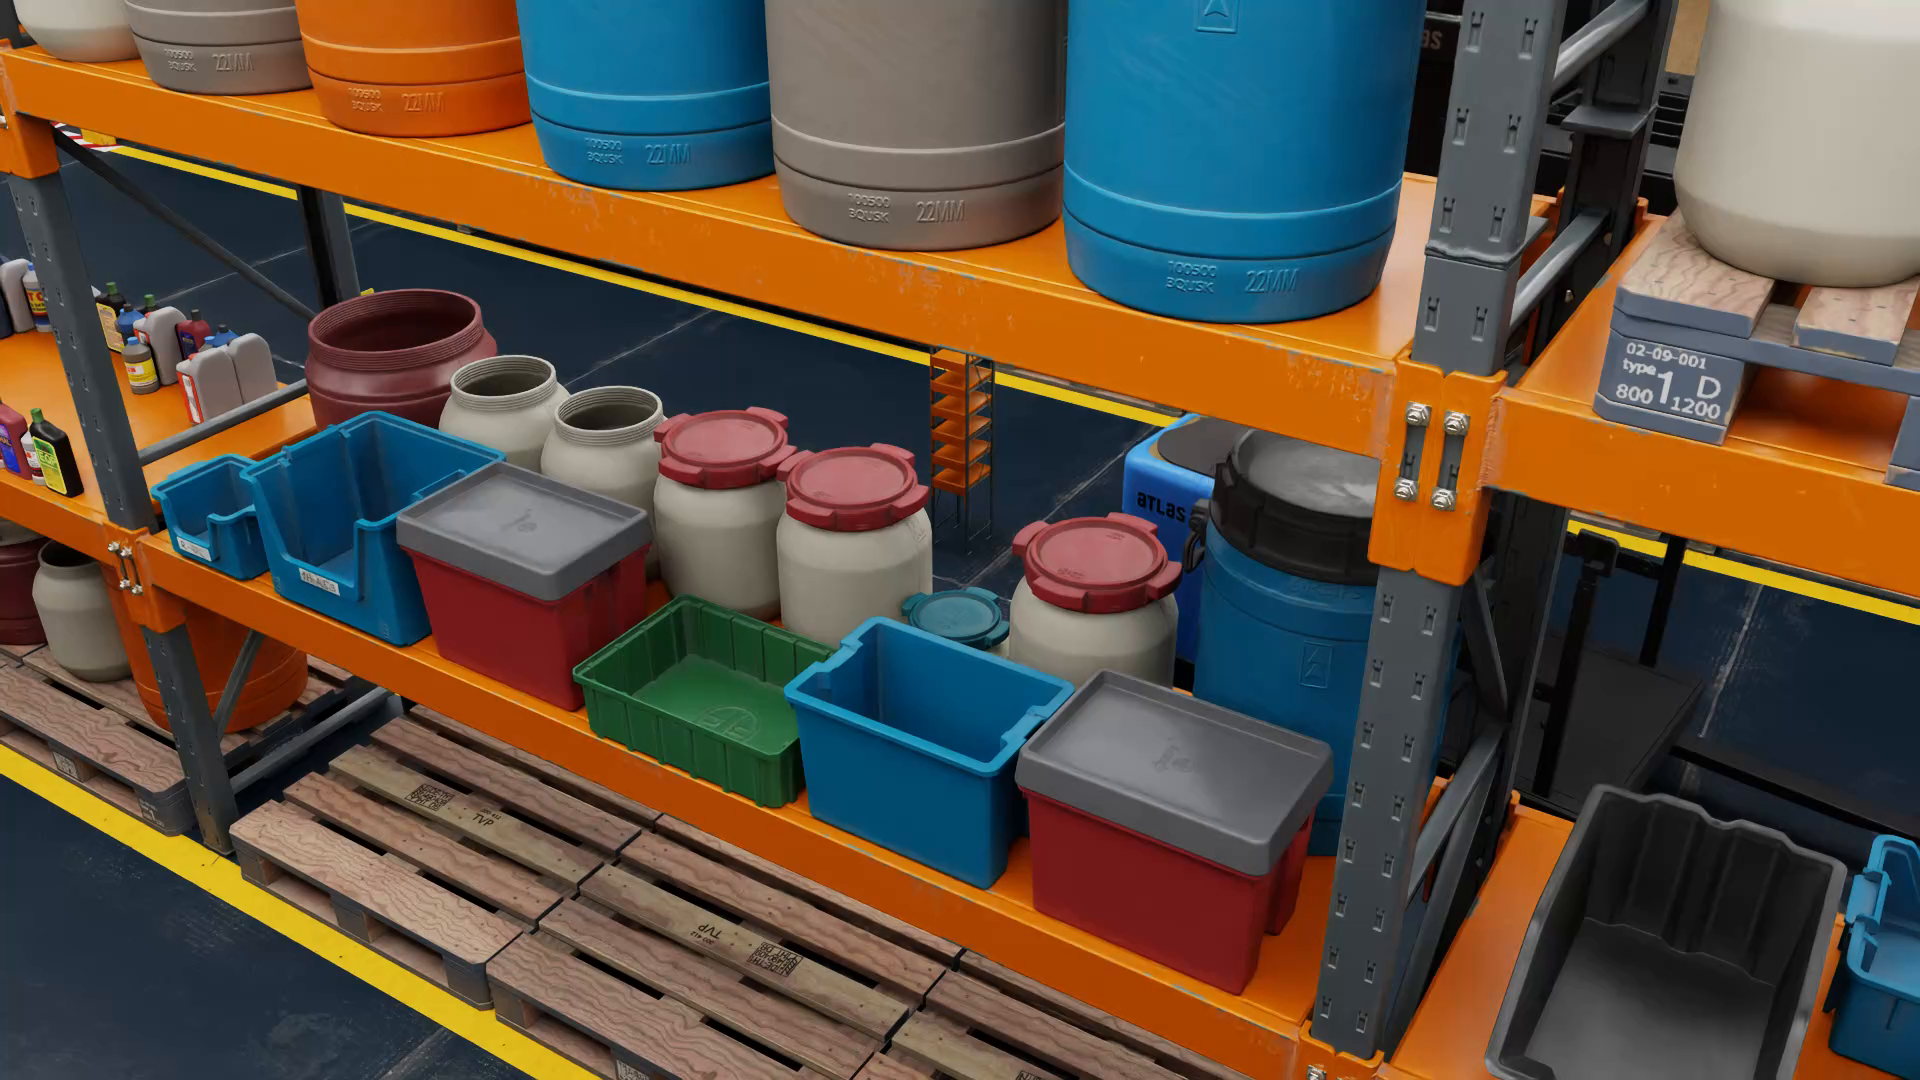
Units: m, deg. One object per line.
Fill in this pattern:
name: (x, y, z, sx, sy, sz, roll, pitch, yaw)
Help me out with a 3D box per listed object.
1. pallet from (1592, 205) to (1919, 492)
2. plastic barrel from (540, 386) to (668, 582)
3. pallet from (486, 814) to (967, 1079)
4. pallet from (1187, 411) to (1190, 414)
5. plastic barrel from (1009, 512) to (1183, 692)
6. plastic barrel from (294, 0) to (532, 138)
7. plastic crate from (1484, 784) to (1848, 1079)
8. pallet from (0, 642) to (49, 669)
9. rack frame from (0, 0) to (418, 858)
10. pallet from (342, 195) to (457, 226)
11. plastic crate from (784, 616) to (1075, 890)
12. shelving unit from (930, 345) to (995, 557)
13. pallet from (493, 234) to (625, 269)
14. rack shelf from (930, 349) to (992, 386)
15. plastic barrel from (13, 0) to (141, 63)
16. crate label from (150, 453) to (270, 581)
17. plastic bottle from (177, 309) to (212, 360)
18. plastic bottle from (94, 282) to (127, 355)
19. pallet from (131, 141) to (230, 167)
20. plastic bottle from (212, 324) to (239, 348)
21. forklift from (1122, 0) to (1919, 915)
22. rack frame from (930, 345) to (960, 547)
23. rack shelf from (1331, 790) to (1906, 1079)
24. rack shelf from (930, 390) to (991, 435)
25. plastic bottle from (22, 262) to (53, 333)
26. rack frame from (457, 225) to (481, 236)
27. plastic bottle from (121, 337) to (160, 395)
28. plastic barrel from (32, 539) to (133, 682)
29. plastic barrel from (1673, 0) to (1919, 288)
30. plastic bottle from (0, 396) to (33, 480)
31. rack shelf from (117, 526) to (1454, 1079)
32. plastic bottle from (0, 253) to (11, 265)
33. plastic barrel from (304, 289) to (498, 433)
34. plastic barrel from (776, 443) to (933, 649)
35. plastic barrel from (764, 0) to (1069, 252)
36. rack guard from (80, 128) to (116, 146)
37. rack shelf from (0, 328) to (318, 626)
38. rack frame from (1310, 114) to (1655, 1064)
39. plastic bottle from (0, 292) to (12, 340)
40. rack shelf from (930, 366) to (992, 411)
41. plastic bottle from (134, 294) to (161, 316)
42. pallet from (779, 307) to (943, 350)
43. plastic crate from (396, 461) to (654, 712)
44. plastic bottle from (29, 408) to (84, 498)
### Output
pallet: (1.692, -0.399, 2.668, 1.003, 0.211, 1.213, 18, 35, 27)
plastic barrel: (-1.017, -0.159, 4.936, 0.421, 0.512, 0.421, 0, 30, 0)
pallet: (-0.694, 1.347, 5.231, 1.213, 0.211, 1.003, 18, 35, 27)
pallet: (1.964, -0.781, 8.879, 1.213, 0.211, 1.003, 18, 35, 27)
plastic barrel: (0.335, 0.255, 4.202, 0.433, 0.535, 0.433, 0, 30, 0)
plastic barrel: (-1.225, -1.402, 3.773, 0.708, 0.830, 0.600, 18, 35, 27)
plastic crate: (1.405, 0.885, 3.319, 0.504, 0.338, 0.767, 18, 35, 27)
pallet: (-4.078, 0.275, 7.068, 1.213, 0.211, 1.003, 18, 35, 27)
rack frame: (-2.359, -0.408, 5.473, 0.127, 3.000, 1.000, 18, 35, 27)
pallet: (-3.716, -2.627, 12.043, 1.213, 0.211, 1.003, 18, 35, 27)
plastic crate: (-0.071, 0.507, 3.920, 0.575, 0.384, 0.392, 18, 35, 27)
shelving unit: (0.012, -0.514, 7.441, 0.189, 1.200, 0.258, 18, 35, 27)
pallet: (-2.420, -2.215, 11.337, 1.213, 0.211, 1.003, 18, 35, 27)
rack shelf: (0.012, -0.787, 7.282, 0.180, 0.103, 0.258, 18, 35, 27)
plastic barrel: (-2.259, -1.538, 4.322, 0.421, 0.512, 0.421, 0, 30, 0)
crate label: (-2.201, -0.063, 5.048, 0.416, 0.233, 0.303, 18, 35, 27)
plastic bottle: (-2.808, -0.719, 6.122, 0.133, 0.283, 0.061, 18, 35, 27)
plastic bottle: (-3.230, -0.853, 6.351, 0.133, 0.283, 0.061, 18, 35, 27)
pallet: (-5.783, -3.280, 13.163, 1.213, 0.211, 1.003, 18, 35, 27)
plastic bottle: (-2.637, -0.649, 6.014, 0.097, 0.271, 0.097, 0, 30, 0)
forklift: (2.059, -0.381, 5.495, 3.031, 2.935, 1.130, 23, 37, 33)
rack frame: (-0.065, -0.539, 7.483, 0.006, 1.200, 0.240, 18, 35, 27)
rack shelf: (2.723, 1.510, 2.899, 4.000, 0.370, 1.077, 18, 35, 27)
rack shelf: (0.012, -0.580, 7.403, 0.180, 0.103, 0.258, 18, 35, 27)
plastic bottle: (-3.615, -0.959, 6.545, 0.097, 0.271, 0.097, 0, 30, 0)
rack frame: (-3.114, -3.594, 10.934, 0.127, 3.000, 1.000, 18, 35, 27)
plastic bottle: (-2.996, -0.642, 6.071, 0.097, 0.201, 0.097, 0, 30, 0)
plastic barrel: (-3.308, 0.248, 6.400, 0.421, 0.512, 0.421, 0, 30, 0)
plastic barrel: (1.289, -0.663, 2.405, 0.421, 0.512, 0.421, 0, 30, 0)
plastic bottle: (-3.124, -0.346, 5.482, 0.133, 0.283, 0.061, 18, 35, 27)
rack shelf: (-0.665, 0.438, 4.736, 4.000, 0.370, 1.077, 18, 35, 27)
plastic bottle: (-3.861, -1.057, 6.634, 0.185, 0.351, 0.144, 18, 35, 27)
plastic barrel: (-1.805, -0.472, 5.448, 0.708, 0.536, 0.600, 18, 35, 27)
plastic barrel: (-0.286, 0.058, 4.539, 0.433, 0.535, 0.433, 0, 30, 0)
plastic barrel: (-0.071, -1.068, 3.129, 0.600, 0.901, 0.600, 0, 30, 0)
rack guard: (-6.522, -3.592, 13.411, 0.348, 0.500, 1.175, 18, 35, 27)
rack shelf: (-4.053, -0.633, 6.573, 4.000, 0.370, 1.077, 18, 35, 27)
rack frame: (1.029, 0.663, 3.637, 0.127, 3.000, 1.000, 18, 35, 27)
plastic bottle: (-3.828, -0.956, 6.461, 0.185, 0.351, 0.144, 18, 35, 27)
rack shelf: (0.012, -0.683, 7.342, 0.180, 0.103, 0.258, 18, 35, 27)
plastic bottle: (-3.035, -0.791, 6.245, 0.133, 0.283, 0.061, 18, 35, 27)
pallet: (-0.354, -1.561, 10.217, 1.213, 0.211, 1.003, 18, 35, 27)
plastic crate: (-1.153, 0.127, 4.491, 0.583, 0.464, 0.402, 18, 35, 27)
plastic bottle: (-2.928, -0.284, 5.376, 0.133, 0.283, 0.061, 18, 35, 27)
